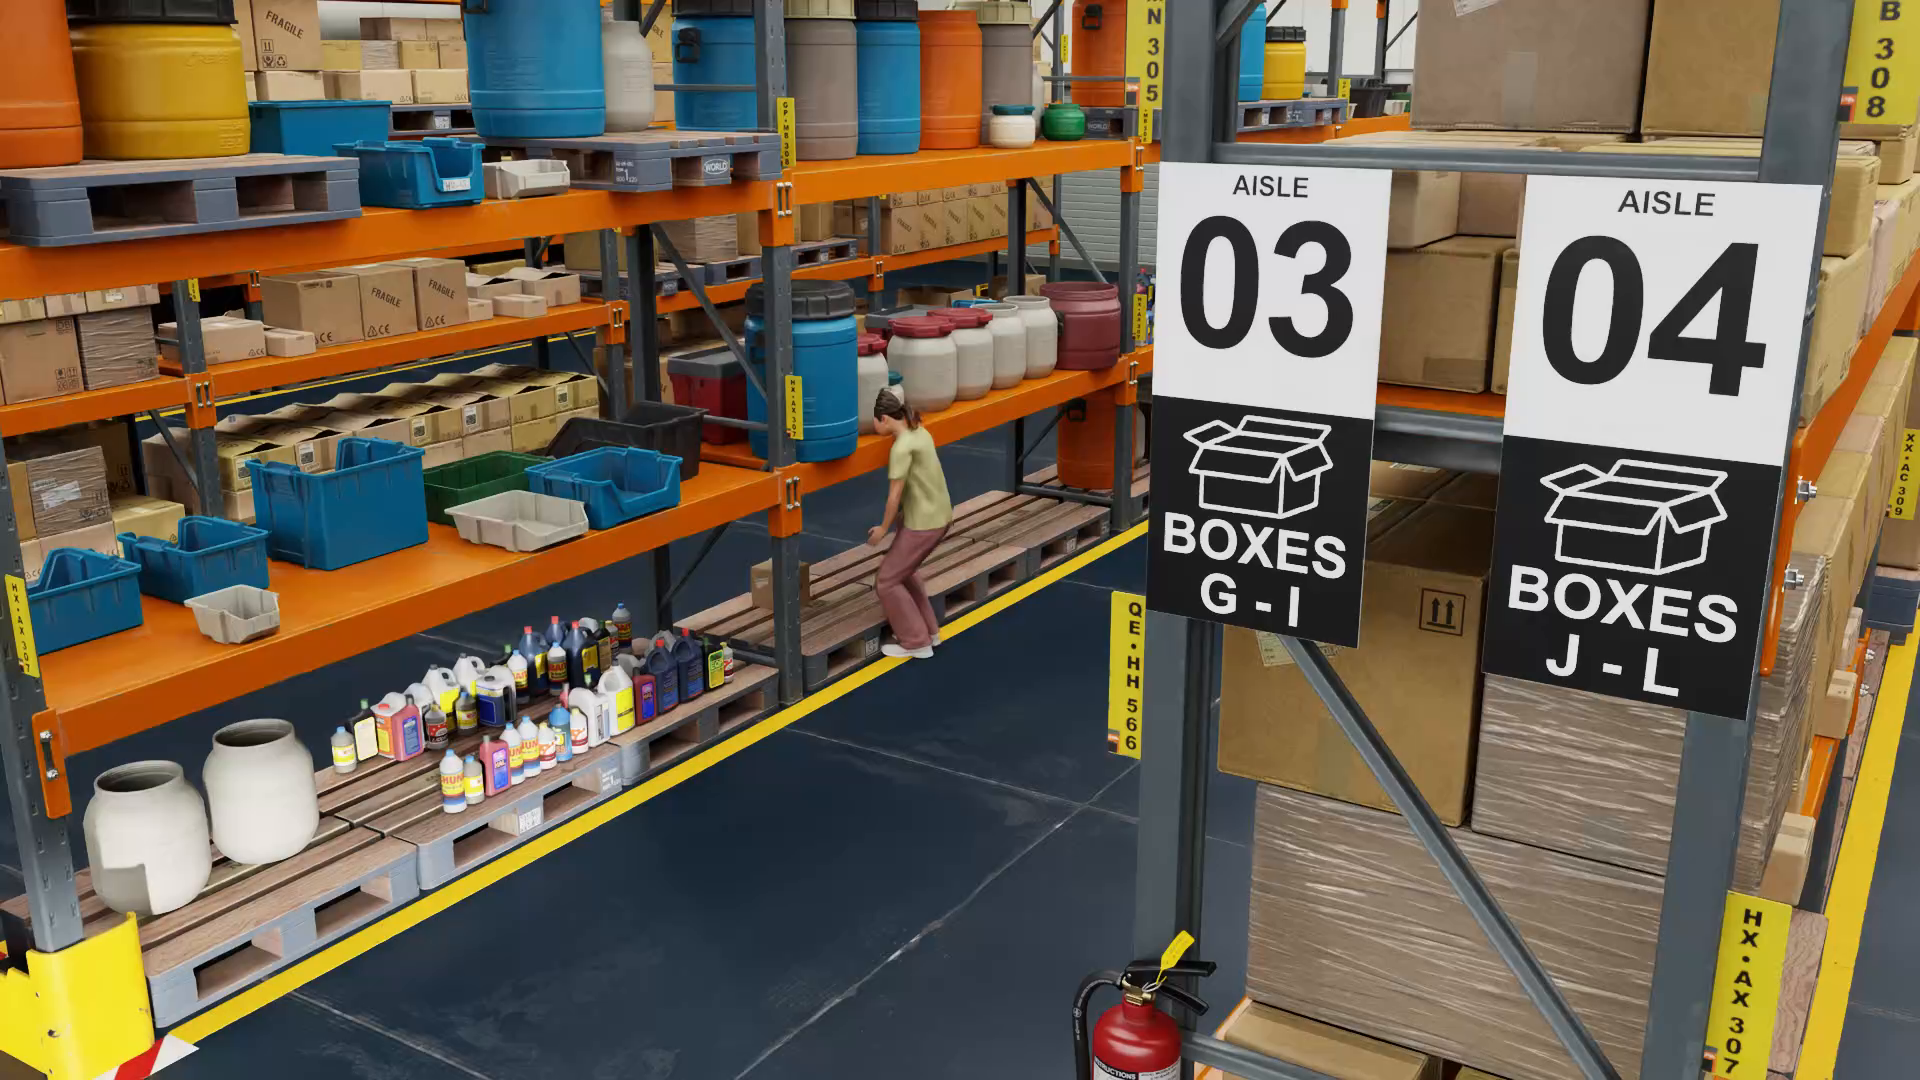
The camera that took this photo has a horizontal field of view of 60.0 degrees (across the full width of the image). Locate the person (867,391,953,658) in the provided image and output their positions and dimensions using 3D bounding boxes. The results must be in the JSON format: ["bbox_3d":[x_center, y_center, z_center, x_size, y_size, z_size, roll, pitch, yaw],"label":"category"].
[{"bbox_3d":[-0.304,-0.088,9.569,0.490,1.555,0.490,5,17,16],"label":"person"}]
